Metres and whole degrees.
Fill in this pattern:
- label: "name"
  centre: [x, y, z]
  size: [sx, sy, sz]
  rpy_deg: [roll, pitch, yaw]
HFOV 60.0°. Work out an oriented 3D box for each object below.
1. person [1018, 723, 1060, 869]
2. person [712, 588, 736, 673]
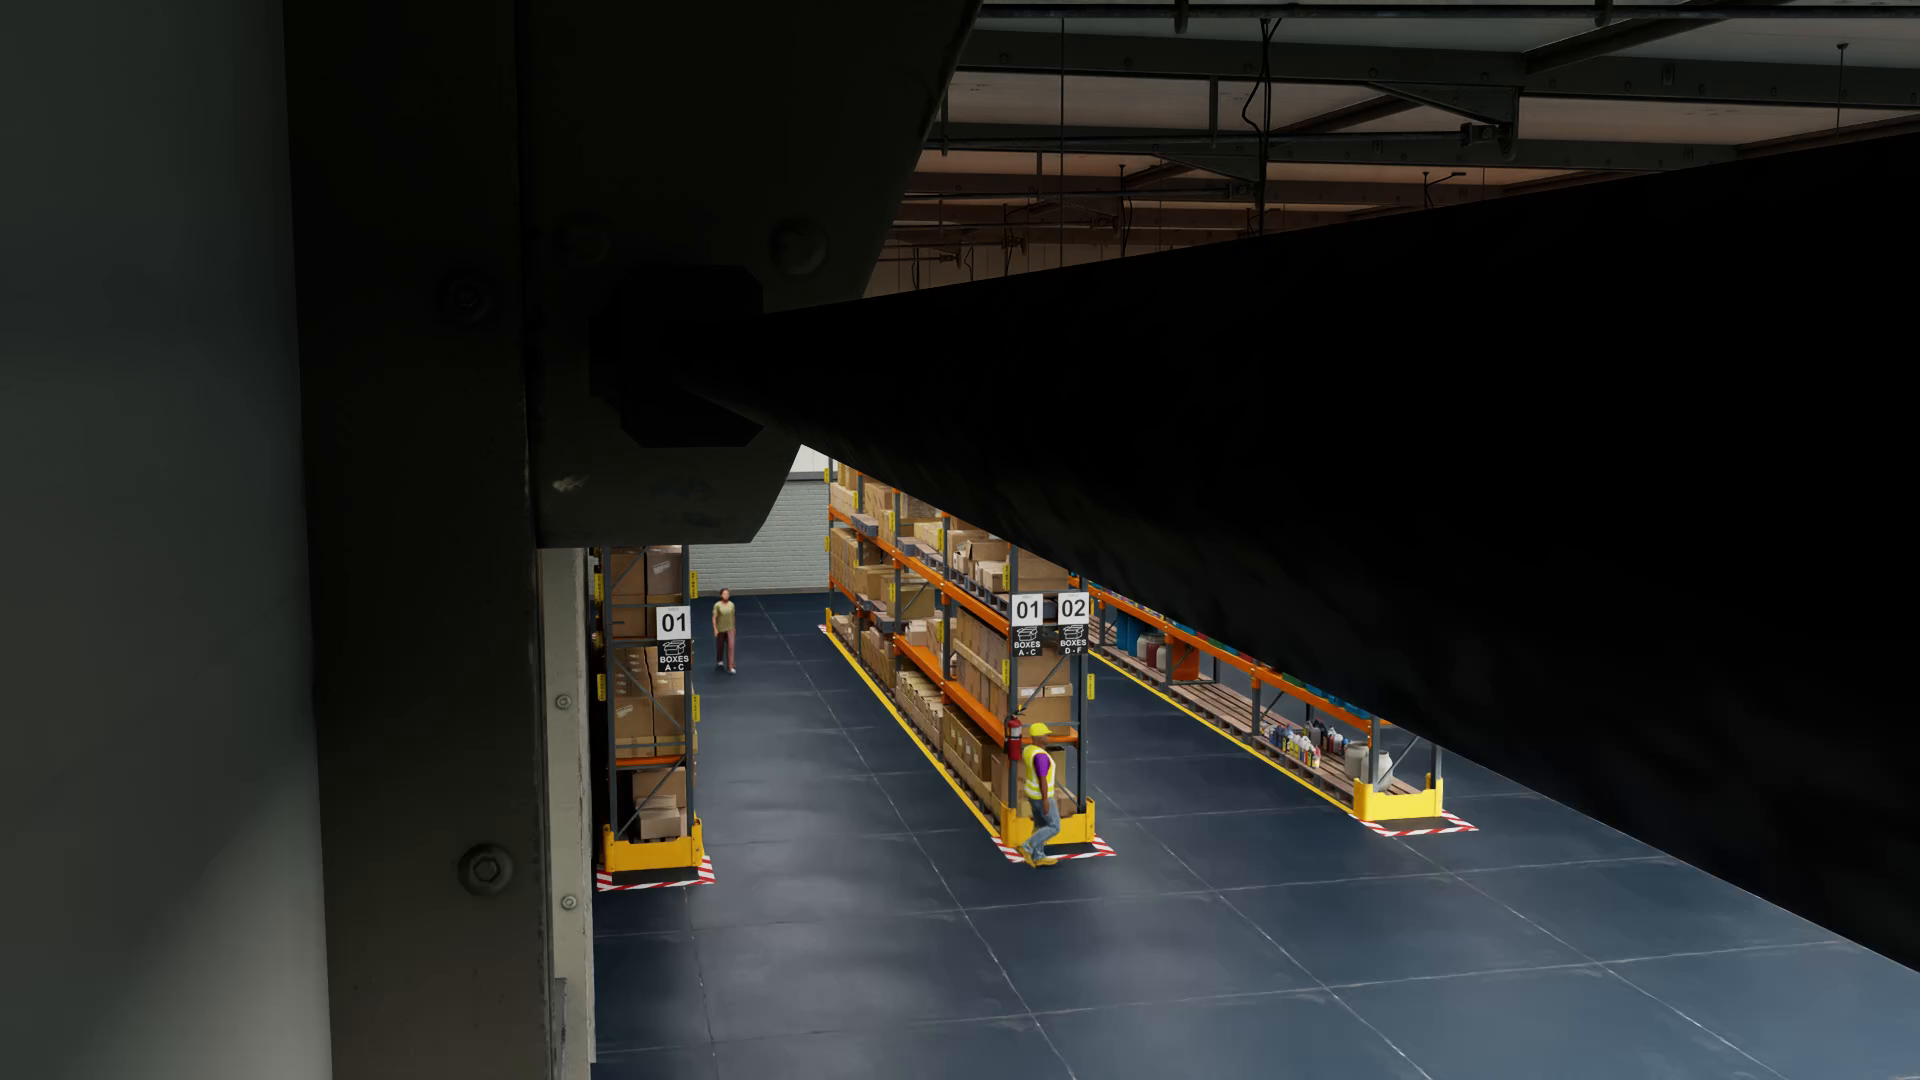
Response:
- label: "person"
  centre: [0.925, 3.071, 19.988]
  size: [0.566, 1.759, 0.586]
  rpy_deg: [-2, 7, -17]
- label: "person"
  centre: [-4.536, 1.724, 32.005]
  size: [0.466, 1.611, 1.082]
  rpy_deg: [-2, 7, -16]
